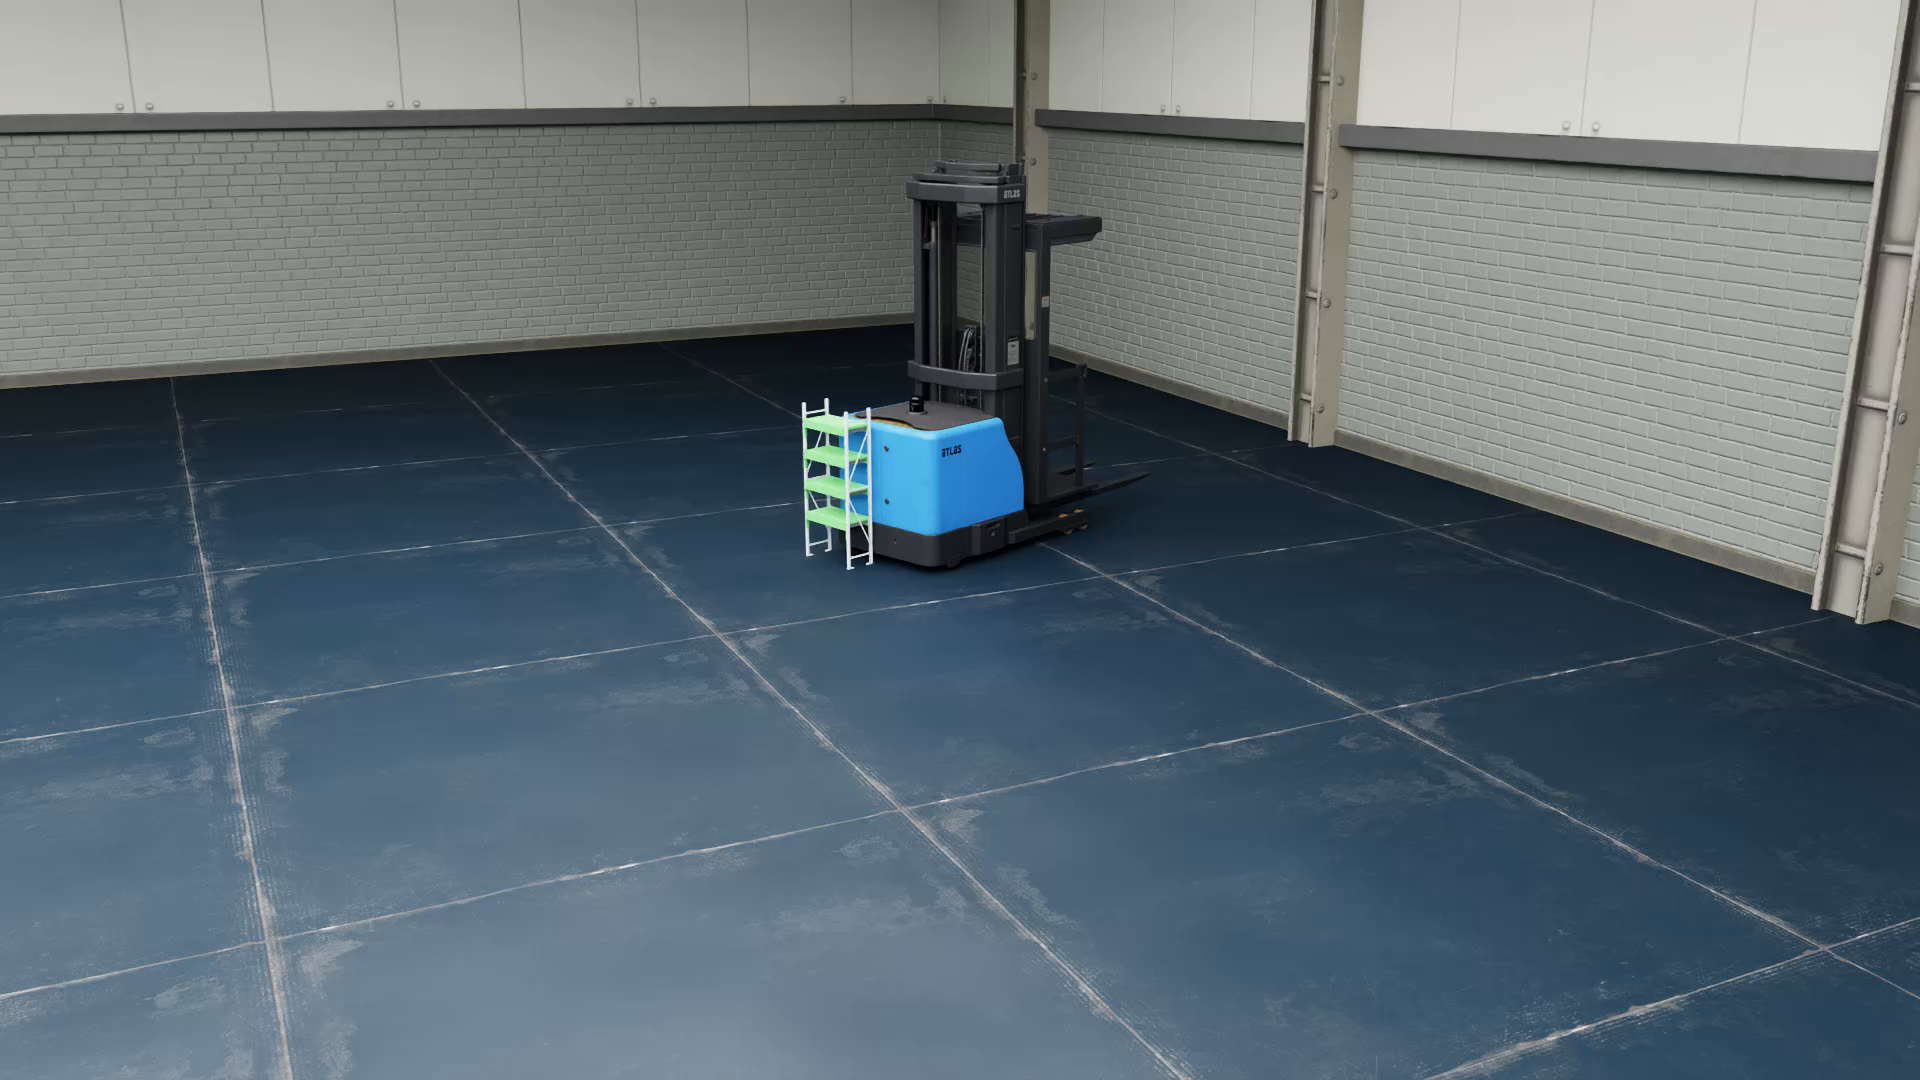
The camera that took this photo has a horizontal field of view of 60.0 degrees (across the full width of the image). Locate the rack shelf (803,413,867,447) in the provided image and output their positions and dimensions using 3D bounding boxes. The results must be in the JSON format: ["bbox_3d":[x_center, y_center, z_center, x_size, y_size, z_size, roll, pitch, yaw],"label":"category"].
[{"bbox_3d":[-0.924,-0.827,12.448,0.258,0.148,0.480,-15,22,-42],"label":"rack shelf"}]

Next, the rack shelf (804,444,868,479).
[{"bbox_3d":[-0.924,-0.596,12.514,0.258,0.148,0.480,-15,22,-42],"label":"rack shelf"}]

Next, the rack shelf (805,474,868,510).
[{"bbox_3d":[-0.924,-0.365,12.580,0.258,0.148,0.480,-15,22,-42],"label":"rack shelf"}]

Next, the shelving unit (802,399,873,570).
[{"bbox_3d":[-0.924,-0.427,12.563,0.258,1.200,0.503,-15,22,-42],"label":"shelving unit"}]

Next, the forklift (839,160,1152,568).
[{"bbox_3d":[0.419,-1.537,13.293,1.130,2.935,3.031,14,21,40],"label":"forklift"}]

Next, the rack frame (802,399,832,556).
[{"bbox_3d":[-1.094,-0.475,12.732,0.240,1.200,0.015,-15,22,-42],"label":"rack frame"}]

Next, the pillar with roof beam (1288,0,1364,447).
[{"bbox_3d":[-0.344,-4.788,13.620,9.100,9.000,0.400,-8,18,-25],"label":"pillar with roof beam"}]

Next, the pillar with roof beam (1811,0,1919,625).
[{"bbox_3d":[2.285,-3.300,8.436,9.100,9.000,0.400,-8,18,-25],"label":"pillar with roof beam"}]

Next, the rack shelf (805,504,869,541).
[{"bbox_3d":[-0.924,-0.135,12.647,0.258,0.148,0.480,-15,22,-42],"label":"rack shelf"}]

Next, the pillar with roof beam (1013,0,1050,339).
[{"bbox_3d":[-2.972,-6.275,18.804,9.100,9.000,0.400,-8,18,-25],"label":"pillar with roof beam"}]

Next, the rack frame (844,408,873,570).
[{"bbox_3d":[-0.755,-0.378,12.394,0.240,1.200,0.015,-15,22,-42],"label":"rack frame"}]
